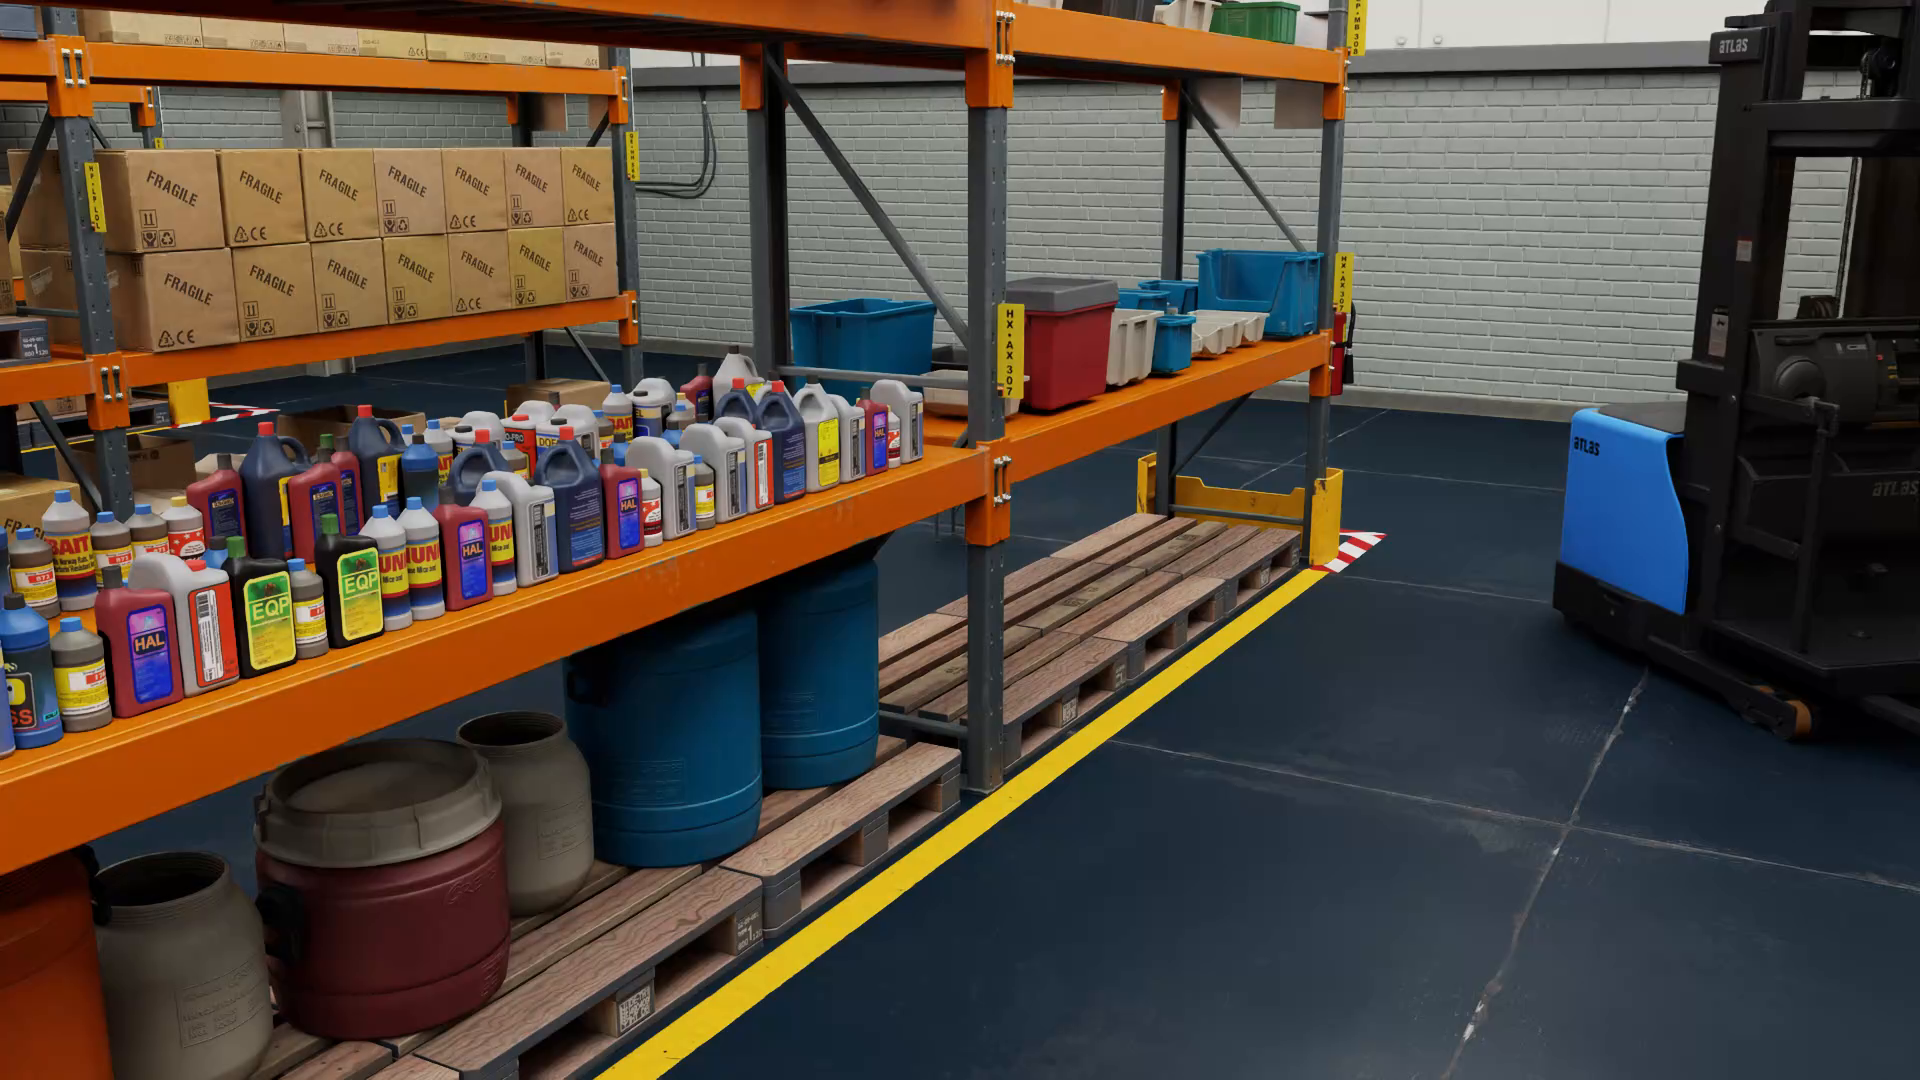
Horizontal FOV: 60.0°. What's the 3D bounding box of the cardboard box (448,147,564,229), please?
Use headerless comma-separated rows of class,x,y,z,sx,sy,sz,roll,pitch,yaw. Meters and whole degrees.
cardboard box,-2.924,-2.273,10.715,0.500,0.500,0.500,8,16,30

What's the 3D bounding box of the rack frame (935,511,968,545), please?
rack frame,-0.045,-0.418,9.848,0.240,0.900,0.006,7,15,28

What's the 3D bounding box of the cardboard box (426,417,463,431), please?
cardboard box,-3.459,-0.660,11.298,0.500,0.250,0.500,7,15,28

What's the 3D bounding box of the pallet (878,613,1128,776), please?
pallet,0.016,0.619,7.018,1.003,0.211,1.213,7,15,28

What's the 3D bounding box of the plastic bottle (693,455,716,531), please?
plastic bottle,-0.731,-0.135,4.617,0.097,0.201,0.097,0,14,0

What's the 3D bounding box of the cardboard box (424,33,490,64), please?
cardboard box,-3.205,-3.009,10.035,0.500,0.250,0.500,7,15,28

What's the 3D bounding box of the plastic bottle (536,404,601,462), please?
plastic bottle,-1.177,-0.263,4.987,0.152,0.276,0.135,7,15,28

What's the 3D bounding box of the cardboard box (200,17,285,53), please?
cardboard box,-3.943,-2.703,8.765,0.500,0.250,0.500,7,15,28

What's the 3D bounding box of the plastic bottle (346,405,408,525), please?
plastic bottle,-1.597,-0.196,4.553,0.144,0.351,0.185,7,15,28

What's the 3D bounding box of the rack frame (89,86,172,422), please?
rack frame,-7.044,-2.525,14.107,1.000,3.000,0.127,7,15,28

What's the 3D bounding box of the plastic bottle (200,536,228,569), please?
plastic bottle,-1.497,0.127,3.382,0.097,0.271,0.097,0,14,0

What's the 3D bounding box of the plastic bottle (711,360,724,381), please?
plastic bottle,-0.856,-0.498,5.949,0.061,0.283,0.133,7,15,28

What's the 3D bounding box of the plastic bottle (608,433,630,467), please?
plastic bottle,-0.929,-0.158,4.565,0.097,0.271,0.097,0,14,0

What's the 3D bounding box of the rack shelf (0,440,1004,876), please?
rack shelf,-1.272,0.178,4.429,1.077,0.370,4.000,7,15,28

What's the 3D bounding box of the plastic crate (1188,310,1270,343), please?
plastic crate,1.392,-1.116,8.696,0.396,0.136,0.243,7,15,28

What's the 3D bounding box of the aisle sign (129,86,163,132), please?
aisle sign,-6.747,-3.770,13.722,0.394,0.787,0.004,7,15,28

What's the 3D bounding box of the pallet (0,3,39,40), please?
pallet,-5.017,-2.385,7.526,1.213,0.211,1.003,7,15,28

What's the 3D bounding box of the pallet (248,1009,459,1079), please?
pallet,-1.895,1.428,3.660,1.003,0.211,1.213,7,15,28

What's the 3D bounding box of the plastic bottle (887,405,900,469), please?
plastic bottle,-0.245,-0.341,5.471,0.097,0.201,0.097,0,14,0

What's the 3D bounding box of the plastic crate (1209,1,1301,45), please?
plastic crate,1.401,-2.523,8.151,0.450,0.188,0.336,7,15,28

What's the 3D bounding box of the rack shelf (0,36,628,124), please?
rack shelf,-3.673,-2.663,9.813,1.077,0.370,4.000,7,15,28

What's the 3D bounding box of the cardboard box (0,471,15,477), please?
cardboard box,-5.087,-0.071,8.322,0.500,0.500,0.500,7,15,26

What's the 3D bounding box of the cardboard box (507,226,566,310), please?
cardboard box,-2.932,-1.784,10.818,0.500,0.500,0.500,8,15,29

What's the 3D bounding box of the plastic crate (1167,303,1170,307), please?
plastic crate,0.993,-1.234,9.185,0.250,0.136,0.298,7,15,28

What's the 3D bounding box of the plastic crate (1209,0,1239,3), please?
plastic crate,1.198,-2.750,8.918,0.497,0.269,0.590,7,15,28

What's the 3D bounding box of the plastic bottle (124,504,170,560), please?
plastic bottle,-1.951,0.015,3.994,0.097,0.201,0.097,0,14,0

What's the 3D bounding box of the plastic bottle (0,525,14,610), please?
plastic bottle,-2.140,0.061,3.654,0.097,0.271,0.097,0,14,0

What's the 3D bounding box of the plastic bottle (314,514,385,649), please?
plastic bottle,-1.307,0.079,3.555,0.061,0.283,0.133,7,15,28

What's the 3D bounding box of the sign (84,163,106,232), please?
sign,-4.152,-1.645,7.984,0.100,0.325,0.005,7,15,28

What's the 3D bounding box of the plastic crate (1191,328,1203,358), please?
plastic crate,1.000,-0.935,7.947,0.298,0.136,0.250,7,15,28

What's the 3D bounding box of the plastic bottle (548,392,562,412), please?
plastic bottle,-1.286,-0.316,5.193,0.061,0.283,0.133,7,15,28

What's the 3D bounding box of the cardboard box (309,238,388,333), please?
cardboard box,-3.666,-1.474,9.534,0.500,0.500,0.500,7,15,28

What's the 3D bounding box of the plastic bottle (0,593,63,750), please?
plastic bottle,-1.667,0.229,2.960,0.097,0.271,0.097,0,14,0

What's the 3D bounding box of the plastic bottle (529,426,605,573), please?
plastic bottle,-0.996,-0.106,4.179,0.144,0.351,0.185,7,15,28

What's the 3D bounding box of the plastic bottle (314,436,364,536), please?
plastic bottle,-1.657,-0.129,4.416,0.061,0.283,0.133,7,15,28

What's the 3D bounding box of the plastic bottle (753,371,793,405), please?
plastic bottle,-0.590,-0.349,5.184,0.144,0.351,0.185,7,15,28

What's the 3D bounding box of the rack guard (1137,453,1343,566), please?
rack guard,1.628,-0.194,9.770,1.175,0.500,0.348,7,15,28

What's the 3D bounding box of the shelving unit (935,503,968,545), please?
shelving unit,0.004,-0.439,9.935,0.258,0.900,0.210,7,15,28

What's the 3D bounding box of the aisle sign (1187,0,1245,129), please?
aisle sign,1.403,-2.715,9.347,0.394,0.787,0.004,7,15,28

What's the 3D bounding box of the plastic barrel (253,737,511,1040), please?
plastic barrel,-1.472,0.873,4.262,0.600,0.588,0.708,7,15,28

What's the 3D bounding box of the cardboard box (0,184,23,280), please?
cardboard box,-7.624,-2.414,13.008,0.980,0.700,0.700,7,15,28

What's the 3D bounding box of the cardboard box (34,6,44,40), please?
cardboard box,-4.638,-2.659,8.583,0.500,0.250,0.500,7,15,28

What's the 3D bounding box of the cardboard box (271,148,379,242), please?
cardboard box,-3.668,-1.955,9.394,0.500,0.500,0.500,7,15,26

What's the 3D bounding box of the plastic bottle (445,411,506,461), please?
plastic bottle,-1.423,-0.232,4.861,0.152,0.276,0.135,7,15,28

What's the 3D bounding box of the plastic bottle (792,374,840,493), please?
plastic bottle,-0.463,-0.332,5.117,0.144,0.351,0.185,7,15,28

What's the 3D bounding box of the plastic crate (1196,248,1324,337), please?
plastic crate,1.630,-1.359,9.067,0.616,0.435,0.499,7,15,28

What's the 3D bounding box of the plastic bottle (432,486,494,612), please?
plastic bottle,-1.149,0.011,3.835,0.061,0.283,0.133,7,15,28

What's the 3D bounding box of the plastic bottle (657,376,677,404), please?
plastic bottle,-1.008,-0.419,5.647,0.097,0.271,0.097,0,14,0

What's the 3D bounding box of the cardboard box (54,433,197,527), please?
cardboard box,-4.613,-0.292,9.237,0.500,0.500,0.500,7,15,28

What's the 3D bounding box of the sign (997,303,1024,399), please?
sign,0.175,-0.654,5.754,0.100,0.325,0.005,7,15,28

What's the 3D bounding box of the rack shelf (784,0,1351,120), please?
rack shelf,0.661,-2.101,7.482,1.077,0.370,4.000,7,15,28

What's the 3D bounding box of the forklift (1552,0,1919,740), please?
forklift,3.775,-0.713,6.737,1.130,2.935,3.031,-3,14,-12

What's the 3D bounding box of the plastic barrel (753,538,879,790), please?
plastic barrel,-0.583,0.344,5.789,0.600,0.901,0.708,7,15,28

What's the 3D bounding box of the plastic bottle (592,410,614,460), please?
plastic bottle,-1.167,-0.318,5.375,0.097,0.201,0.097,0,14,0

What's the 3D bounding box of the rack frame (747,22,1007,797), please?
rack frame,-0.306,-0.582,6.047,1.000,3.000,0.127,7,15,28

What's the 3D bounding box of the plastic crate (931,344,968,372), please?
plastic crate,0.000,-0.737,7.151,0.437,0.125,0.590,7,15,28

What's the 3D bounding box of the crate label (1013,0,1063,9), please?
crate label,0.184,-1.980,6.007,0.293,0.136,0.466,7,15,28

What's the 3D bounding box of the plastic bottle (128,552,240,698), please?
plastic bottle,-1.523,0.152,3.267,0.152,0.276,0.135,7,15,28
